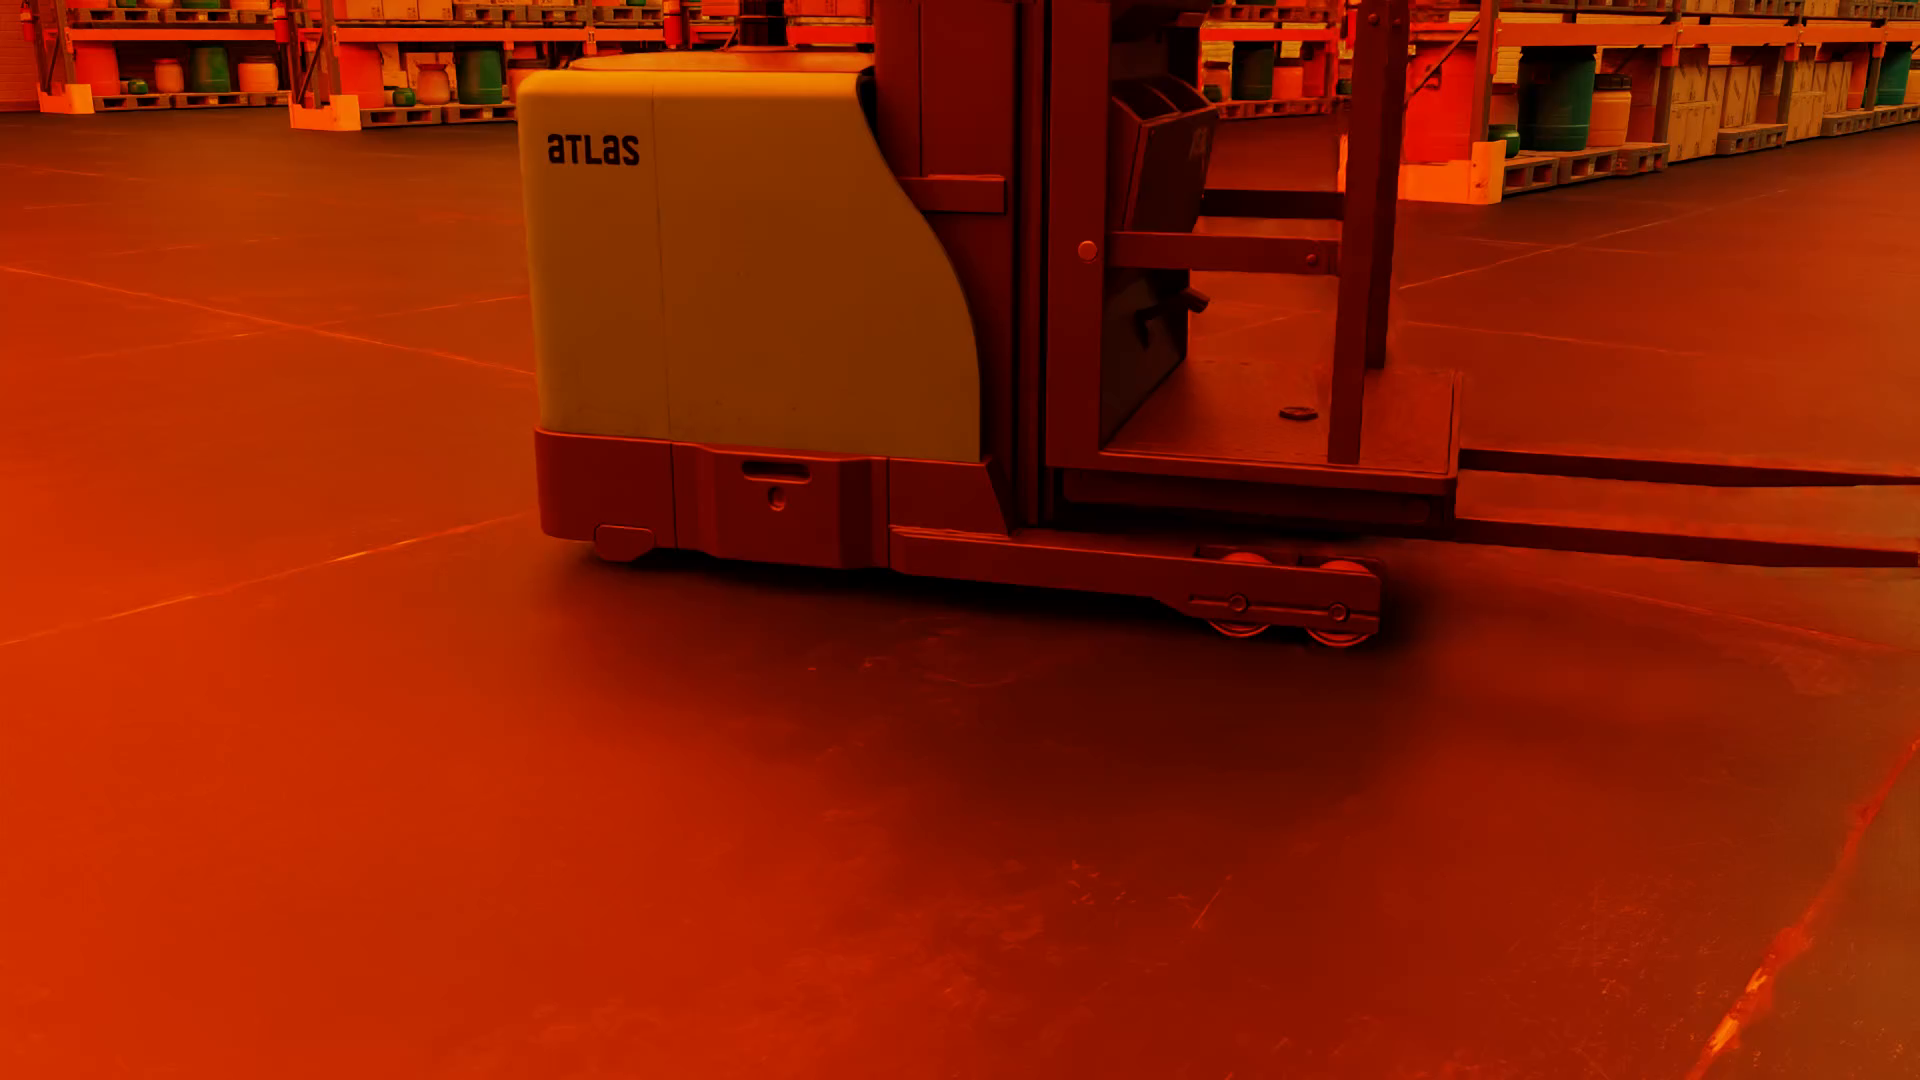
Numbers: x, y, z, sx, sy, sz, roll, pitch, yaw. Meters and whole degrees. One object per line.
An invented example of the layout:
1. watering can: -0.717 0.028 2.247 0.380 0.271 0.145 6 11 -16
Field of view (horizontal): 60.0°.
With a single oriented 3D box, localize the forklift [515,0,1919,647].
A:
1. forklift: 0.620 -1.365 3.393 3.031 2.935 1.130 5 18 16
